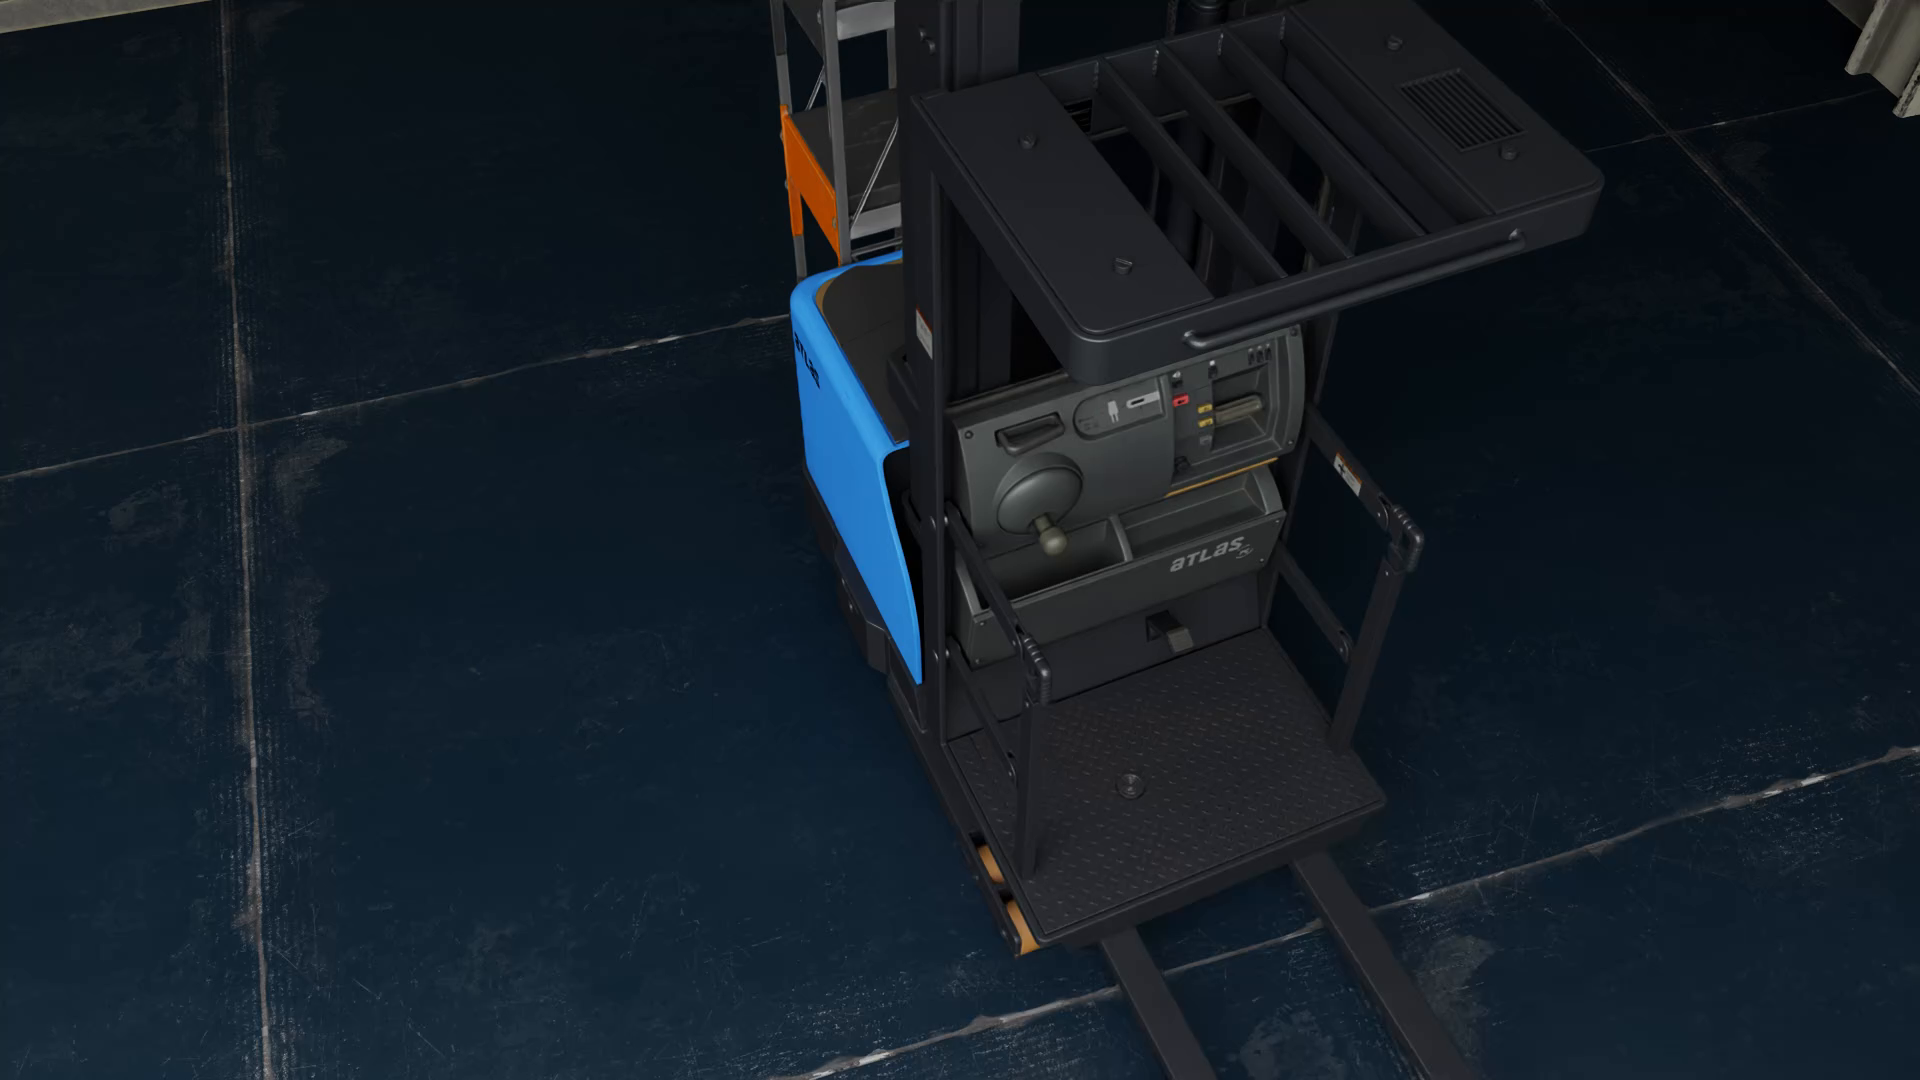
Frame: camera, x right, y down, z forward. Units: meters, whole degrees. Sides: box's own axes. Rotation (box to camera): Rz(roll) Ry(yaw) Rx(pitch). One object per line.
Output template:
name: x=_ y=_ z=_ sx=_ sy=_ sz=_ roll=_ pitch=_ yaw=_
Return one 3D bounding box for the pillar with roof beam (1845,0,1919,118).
pillar with roof beam: x=0.109 y=-3.962 z=3.205 sx=9.100 sy=9.000 sz=0.400 roll=-13 pitch=51 yaw=-11

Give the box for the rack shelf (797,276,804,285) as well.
rack shelf: x=-0.281 y=-0.638 z=5.848 sx=0.431 sy=0.518 sz=0.480 roll=-18 pitch=52 yaw=-15

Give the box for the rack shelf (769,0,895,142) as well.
rack shelf: x=-0.281 y=-1.540 z=4.777 sx=0.431 sy=0.518 sz=0.480 roll=-18 pitch=52 yaw=-15

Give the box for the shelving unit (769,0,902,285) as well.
shelving unit: x=-0.281 y=-1.098 z=5.302 sx=0.431 sy=2.100 sz=0.503 roll=-18 pitch=52 yaw=-15

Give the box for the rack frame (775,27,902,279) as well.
rack frame: x=-0.378 y=-1.269 z=5.446 sx=0.400 sy=2.100 sz=0.015 roll=-18 pitch=52 yaw=-15

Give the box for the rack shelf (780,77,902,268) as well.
rack shelf: x=-0.281 y=-1.089 z=5.312 sx=0.431 sy=0.518 sz=0.480 roll=-18 pitch=52 yaw=-15

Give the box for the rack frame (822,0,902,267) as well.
rack frame: x=-0.184 y=-0.927 z=5.158 sx=0.400 sy=2.100 sz=0.015 roll=-18 pitch=52 yaw=-15

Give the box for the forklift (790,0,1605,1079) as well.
forklift: x=0.521 y=-0.148 z=3.958 sx=1.130 sy=2.935 sz=3.031 roll=-18 pitch=52 yaw=-15
